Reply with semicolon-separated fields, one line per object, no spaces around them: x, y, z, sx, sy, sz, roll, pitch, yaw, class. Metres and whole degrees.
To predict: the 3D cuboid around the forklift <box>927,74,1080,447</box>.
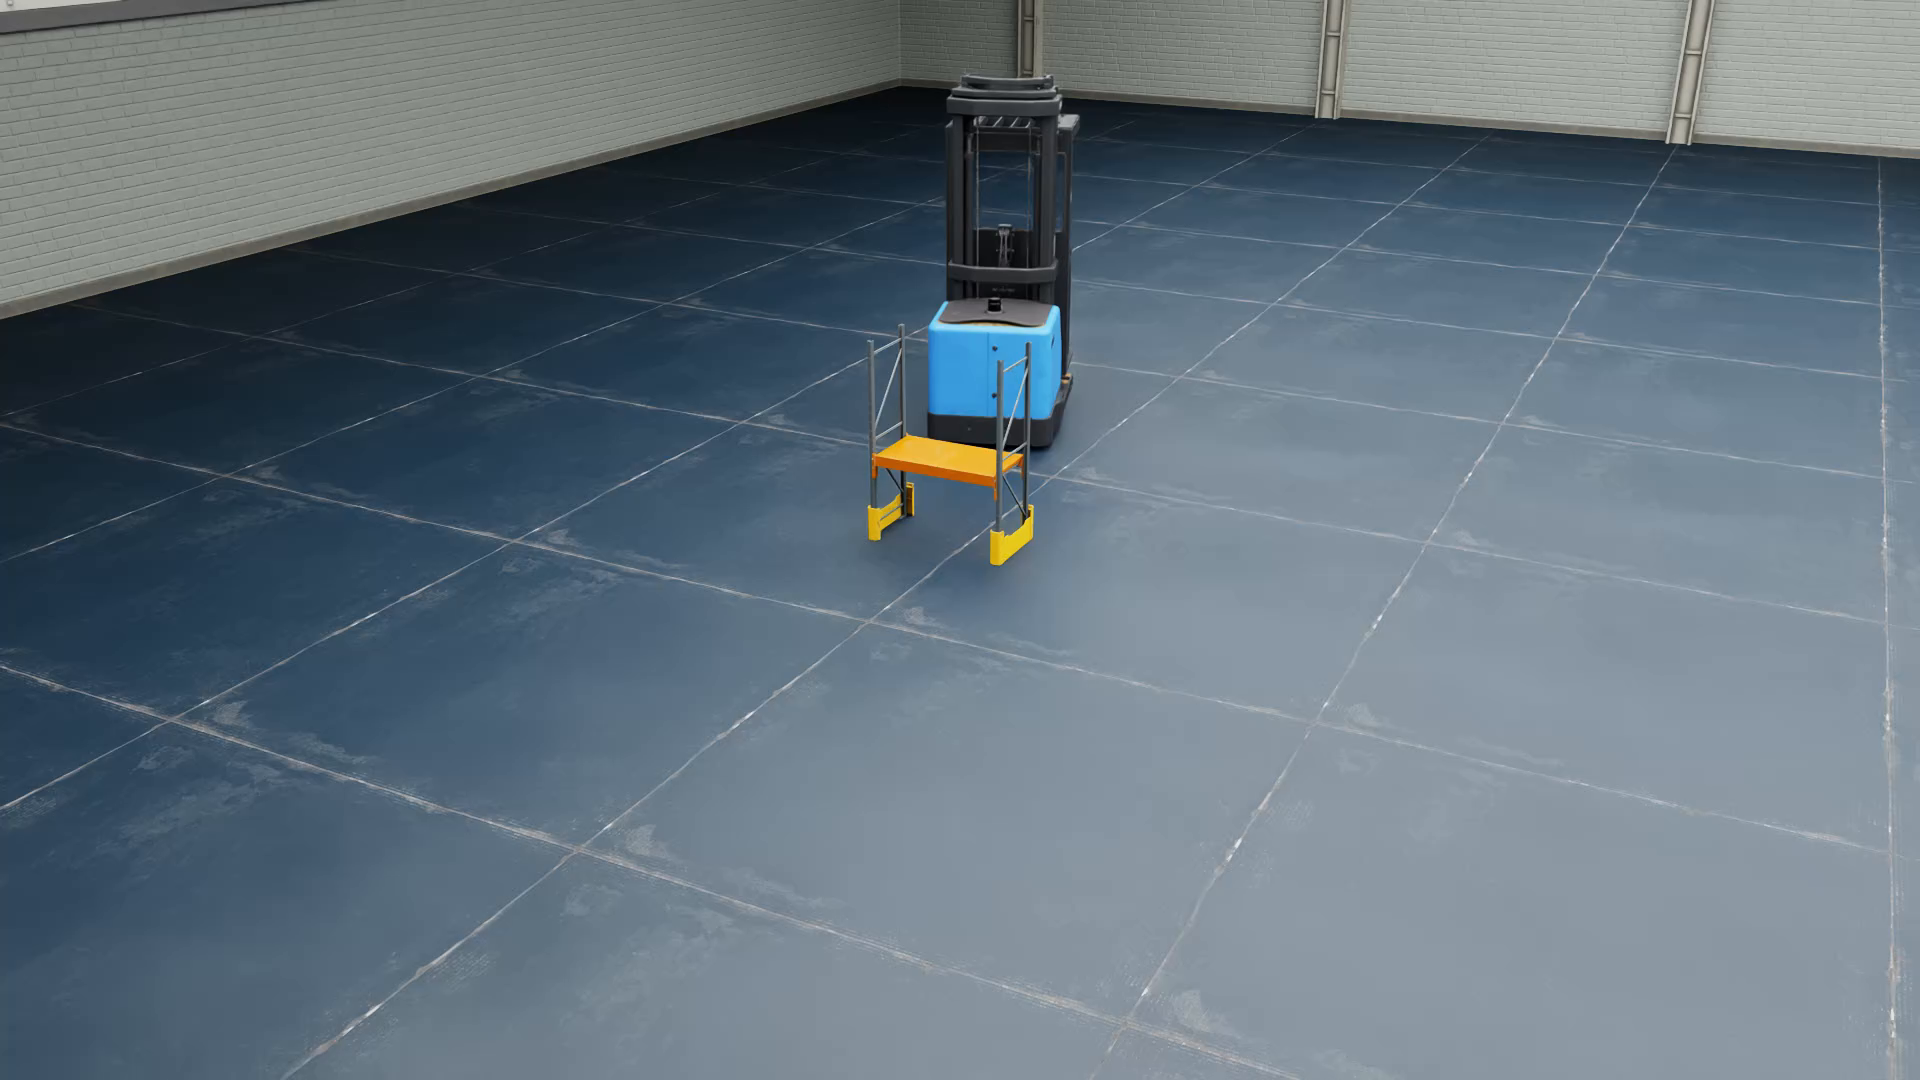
0.459;-2.673;14.789;1.130;2.935;3.031;3;23;8;forklift

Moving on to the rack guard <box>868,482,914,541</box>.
-0.512;-0.216;12.440;0.087;0.250;0.587;11;25;25;rack guard

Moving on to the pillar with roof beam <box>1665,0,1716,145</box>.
10.140;-9.314;22.654;0.400;9.000;9.100;11;25;25;pillar with roof beam

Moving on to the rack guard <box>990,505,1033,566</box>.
0.376;-0.041;12.026;0.087;0.250;0.587;11;25;25;rack guard

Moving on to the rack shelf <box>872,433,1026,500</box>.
-0.076;-0.540;12.062;1.000;0.185;0.538;11;25;25;rack shelf

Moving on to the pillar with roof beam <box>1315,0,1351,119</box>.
4.785;-10.374;25.145;0.400;9.000;9.100;11;25;25;pillar with roof beam

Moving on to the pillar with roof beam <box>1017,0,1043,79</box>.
-0.569;-11.433;27.636;0.400;9.000;9.100;11;25;25;pillar with roof beam

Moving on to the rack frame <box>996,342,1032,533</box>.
0.378;-0.615;11.781;0.032;1.500;0.500;11;25;25;rack frame

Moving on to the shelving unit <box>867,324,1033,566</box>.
-0.068;-0.704;11.988;1.083;1.500;0.587;11;25;25;shelving unit

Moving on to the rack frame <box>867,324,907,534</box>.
-0.530;-0.795;12.203;0.032;1.500;0.500;11;25;25;rack frame
